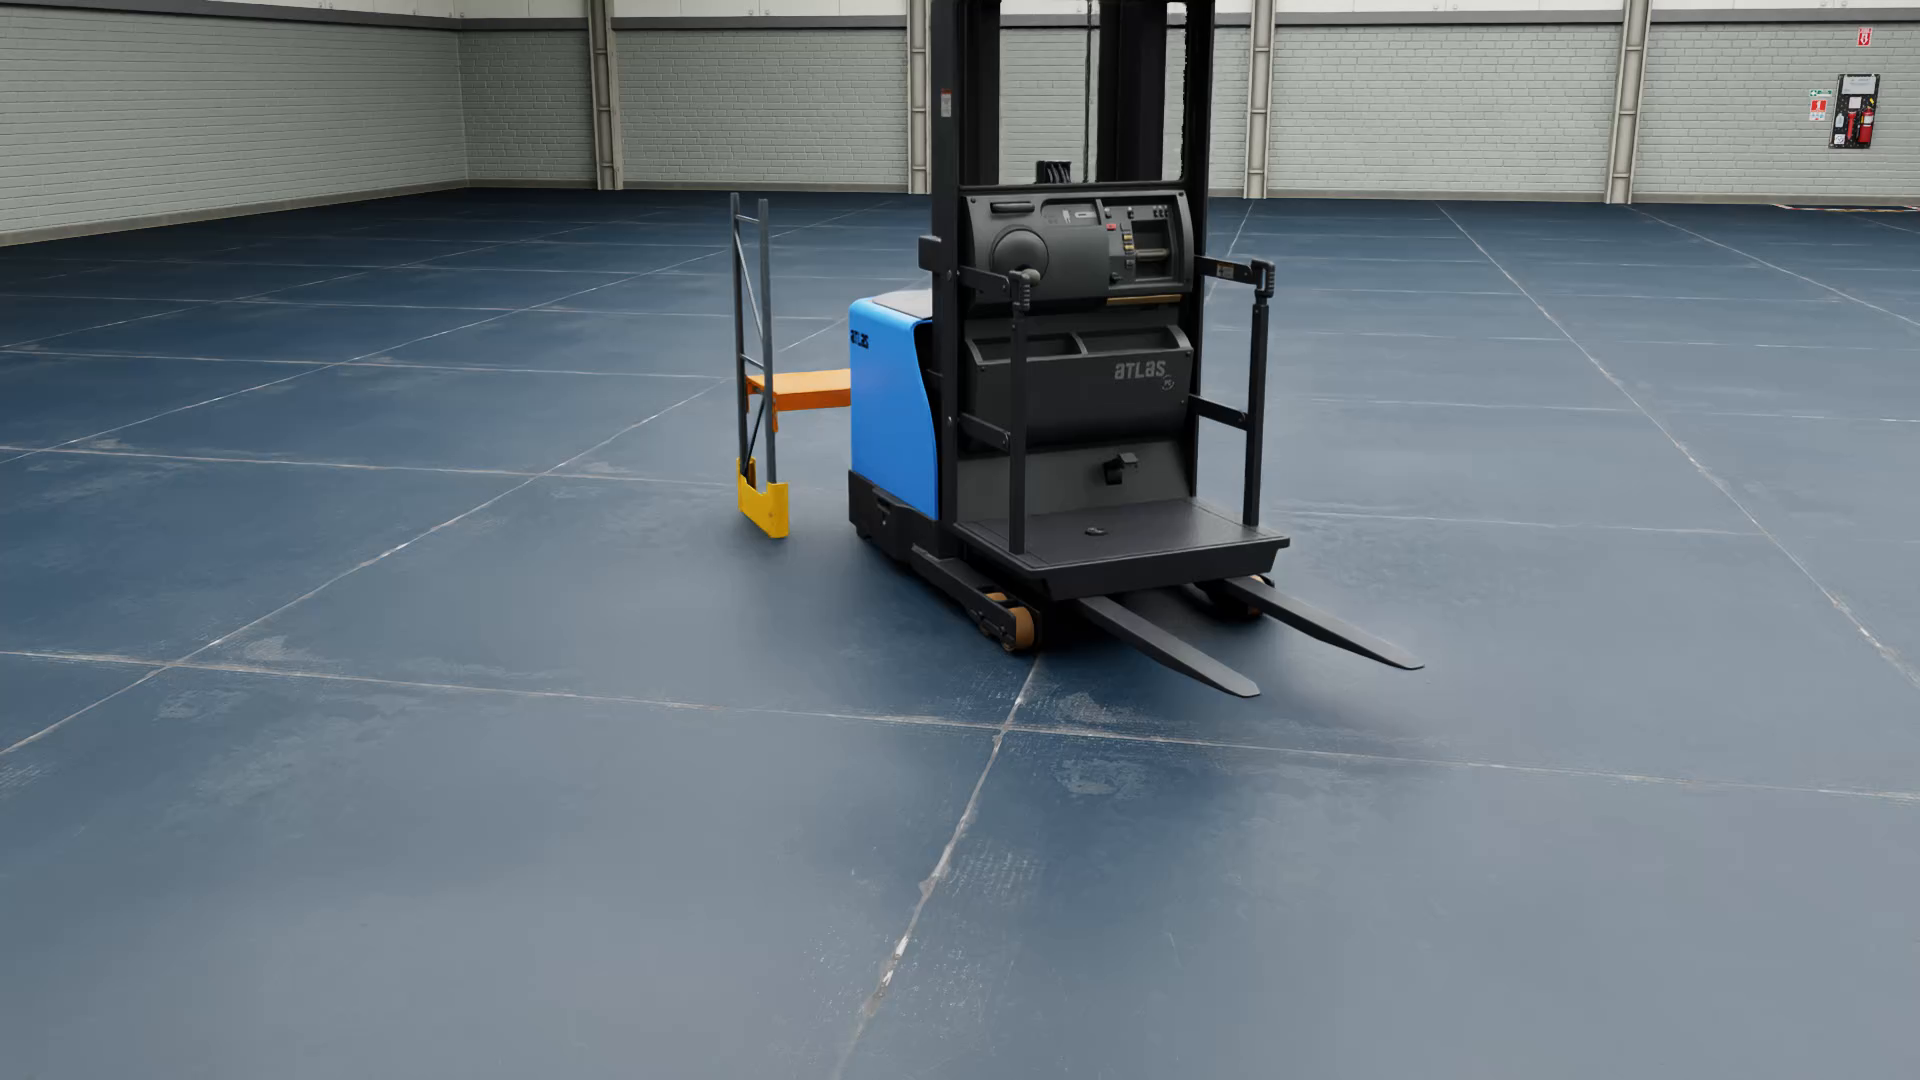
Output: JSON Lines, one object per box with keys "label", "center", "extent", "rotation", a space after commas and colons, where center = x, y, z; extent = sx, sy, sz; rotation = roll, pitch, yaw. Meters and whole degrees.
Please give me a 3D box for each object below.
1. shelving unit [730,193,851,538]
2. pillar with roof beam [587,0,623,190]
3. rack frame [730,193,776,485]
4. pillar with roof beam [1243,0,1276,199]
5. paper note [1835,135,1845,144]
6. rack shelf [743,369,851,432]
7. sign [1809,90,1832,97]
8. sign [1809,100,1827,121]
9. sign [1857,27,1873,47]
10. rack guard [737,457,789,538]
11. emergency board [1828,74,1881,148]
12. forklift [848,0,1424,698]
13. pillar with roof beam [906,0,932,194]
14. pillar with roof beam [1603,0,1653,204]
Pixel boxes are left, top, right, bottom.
{"label": "shelving unit", "center": [-0.465, -0.859, 7.785], "extent": [1.083, 1.500, 0.587], "rotation": [-7, 17, -22]}
{"label": "pillar with roof beam", "center": [-7.454, -9.834, 26.137], "extent": [0.400, 9.000, 9.100], "rotation": [3, 16, 11]}
{"label": "rack frame", "center": [-0.941, -0.805, 7.589], "extent": [0.032, 1.500, 0.500], "rotation": [-7, 17, -22]}
{"label": "pillar with roof beam", "center": [4.305, -9.196, 23.832], "extent": [0.400, 9.000, 9.100], "rotation": [3, 16, 11]}
{"label": "paper note", "center": [14.349, -6.537, 27.122], "extent": [0.142, 0.148, 0.016], "rotation": [3, 16, 11]}
{"label": "rack shelf", "center": [-0.474, -0.685, 7.830], "extent": [1.000, 0.185, 0.538], "rotation": [-7, 17, -22]}
{"label": "sign", "center": [13.990, -7.260, 27.024], "extent": [0.331, 0.109, 0.001], "rotation": [3, 16, 11]}
{"label": "sign", "center": [13.987, -7.008, 27.104], "extent": [0.234, 0.329, 0.001], "rotation": [3, 16, 11]}
{"label": "sign", "center": [14.520, -8.078, 26.691], "extent": [0.199, 0.298, 0.001], "rotation": [3, 16, 11]}
{"label": "rack guard", "center": [-0.923, -0.205, 7.764], "extent": [0.087, 0.250, 0.587], "rotation": [-7, 17, -22]}
{"label": "emergency board", "center": [14.508, -6.934, 26.905], "extent": [0.643, 1.169, 0.194], "rotation": [3, 16, 11]}
{"label": "forklift", "center": [0.549, -1.135, 6.101], "extent": [1.130, 2.935, 3.031], "rotation": [-7, 17, -23]}
{"label": "pillar with roof beam", "center": [-1.575, -9.515, 24.985], "extent": [0.400, 9.000, 9.100], "rotation": [3, 16, 11]}
{"label": "pillar with roof beam", "center": [10.185, -8.877, 22.680], "extent": [0.400, 9.000, 9.100], "rotation": [3, 16, 11]}
